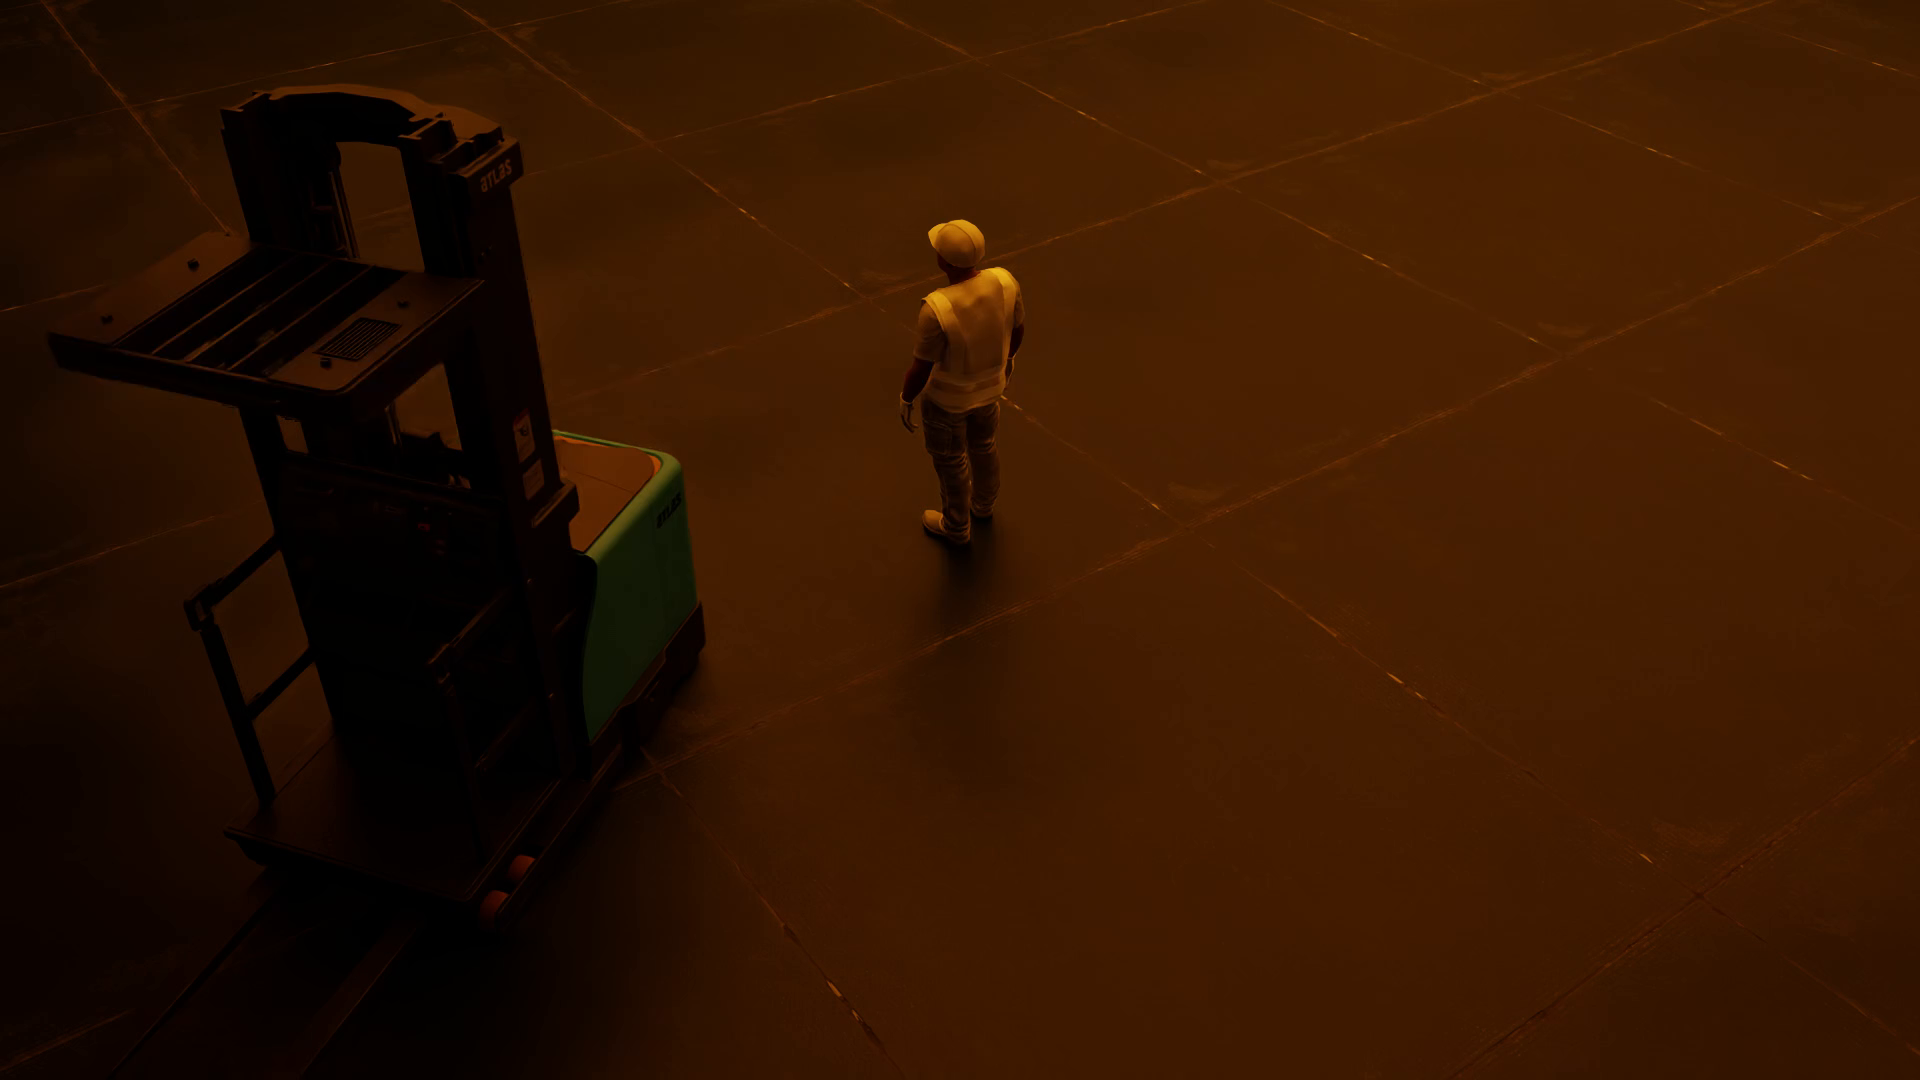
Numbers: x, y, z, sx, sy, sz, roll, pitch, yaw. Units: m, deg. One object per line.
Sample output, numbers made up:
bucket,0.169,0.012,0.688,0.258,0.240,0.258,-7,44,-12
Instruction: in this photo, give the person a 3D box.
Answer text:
person,-0.034,-0.761,7.927,0.656,1.782,0.577,-23,42,-28

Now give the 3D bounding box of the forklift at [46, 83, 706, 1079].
forklift,-2.142,0.051,5.875,1.130,2.935,3.031,12,38,16
